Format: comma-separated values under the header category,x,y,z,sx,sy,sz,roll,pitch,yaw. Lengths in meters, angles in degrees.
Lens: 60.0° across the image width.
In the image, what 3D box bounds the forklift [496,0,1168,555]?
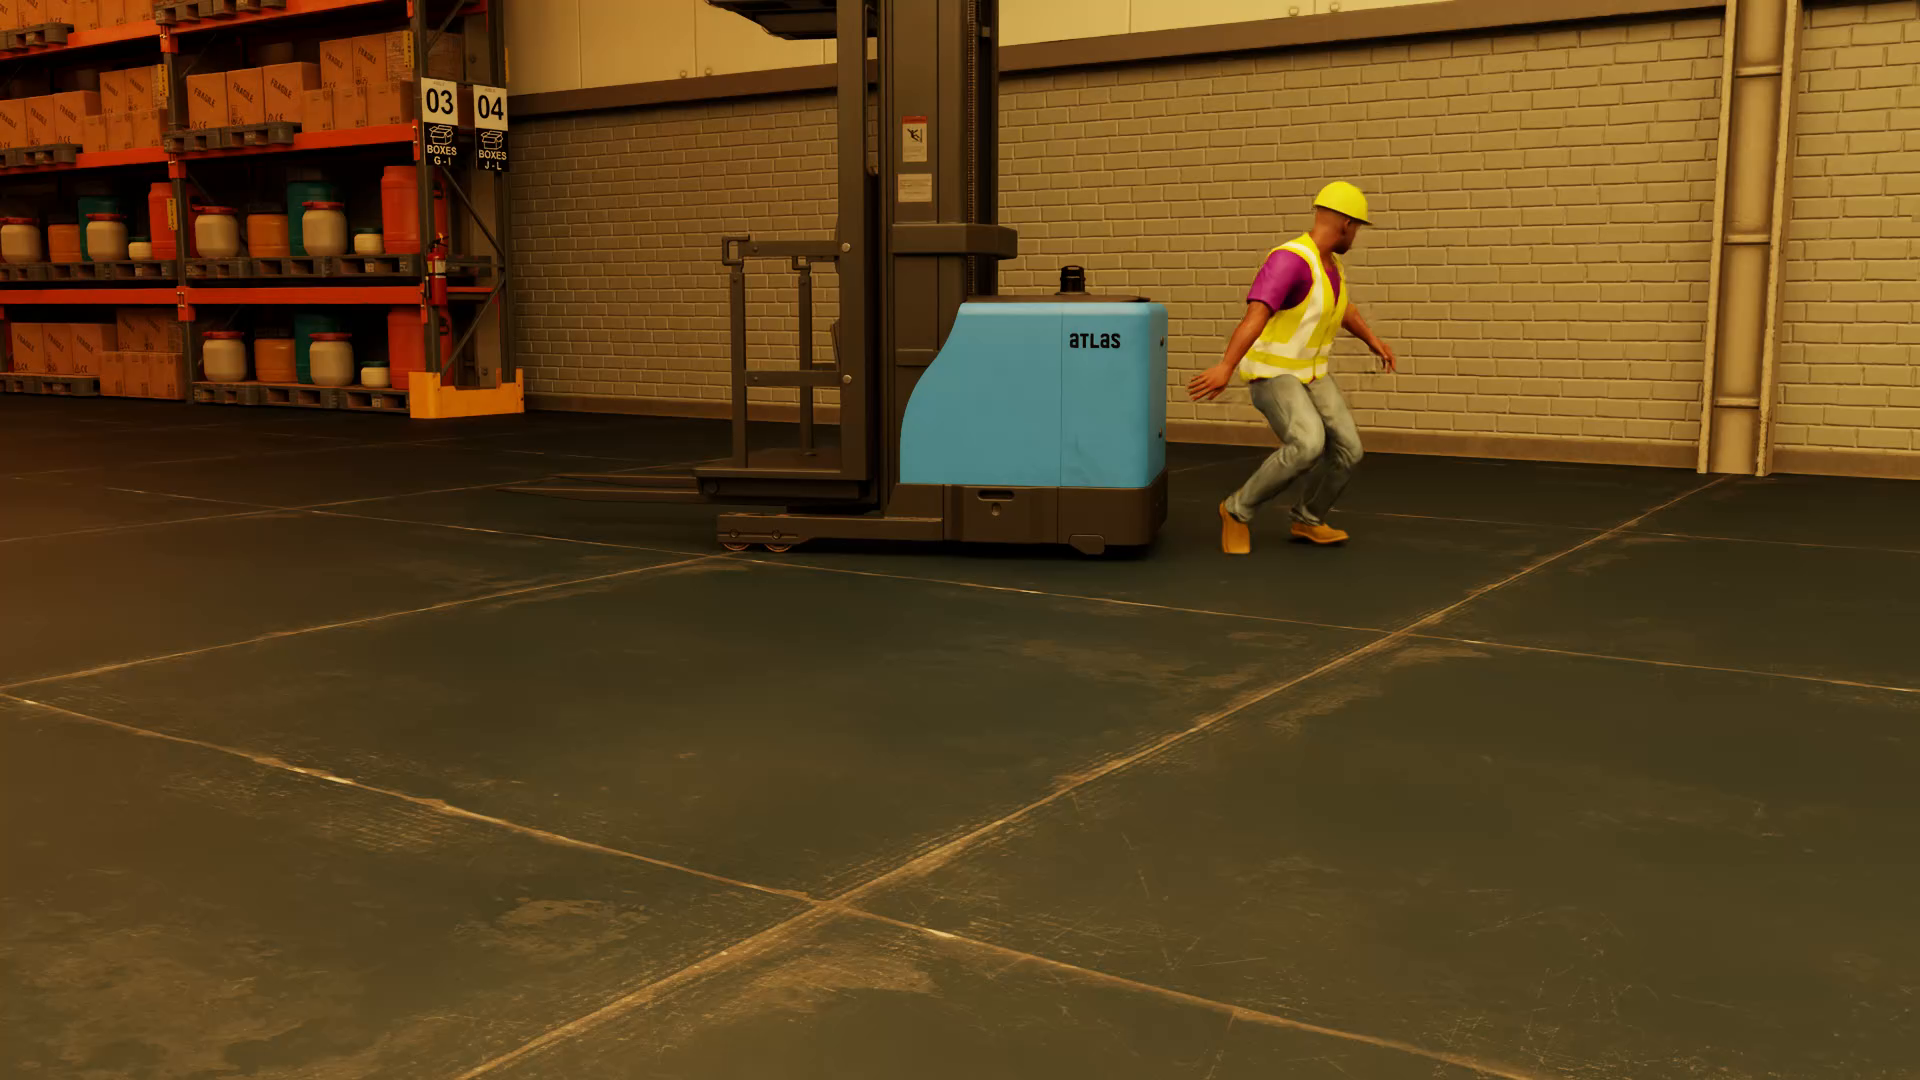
category,x,y,z,sx,sy,sz,roll,pitch,yaw
forklift,-0.596,-1.469,7.520,3.031,2.935,1.130,2,8,12

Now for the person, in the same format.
category,x,y,z,sx,sy,sz,roll,pitch,yaw
person,1.435,-0.703,7.154,0.507,1.641,1.042,8,11,44
